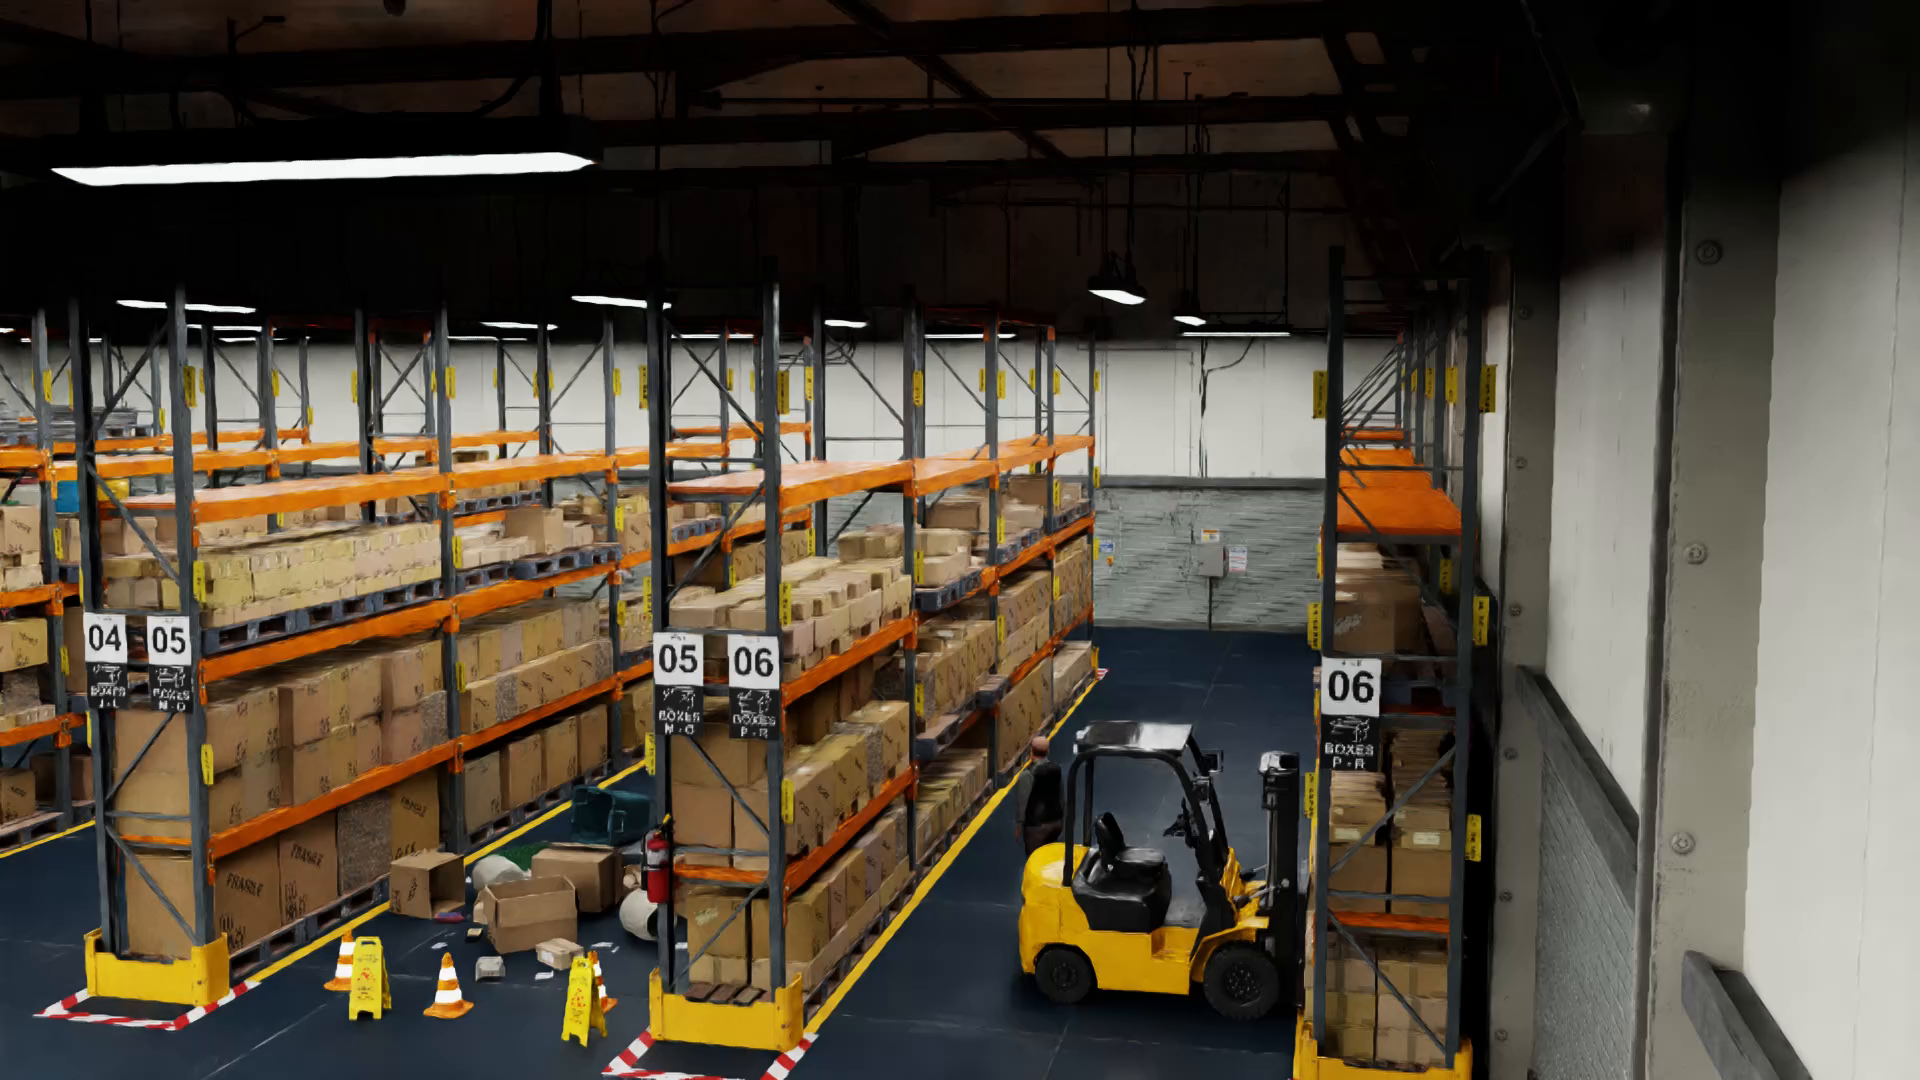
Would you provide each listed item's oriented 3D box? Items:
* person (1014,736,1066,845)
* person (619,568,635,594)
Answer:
[{"bbox_3d":[0.774,2.354,15.720,0.375,1.015,0.626,6,8,44],"label":"person"},{"bbox_3d":[-6.589,1.219,32.356,0.586,1.372,0.425,-5,8,-41],"label":"person"}]
